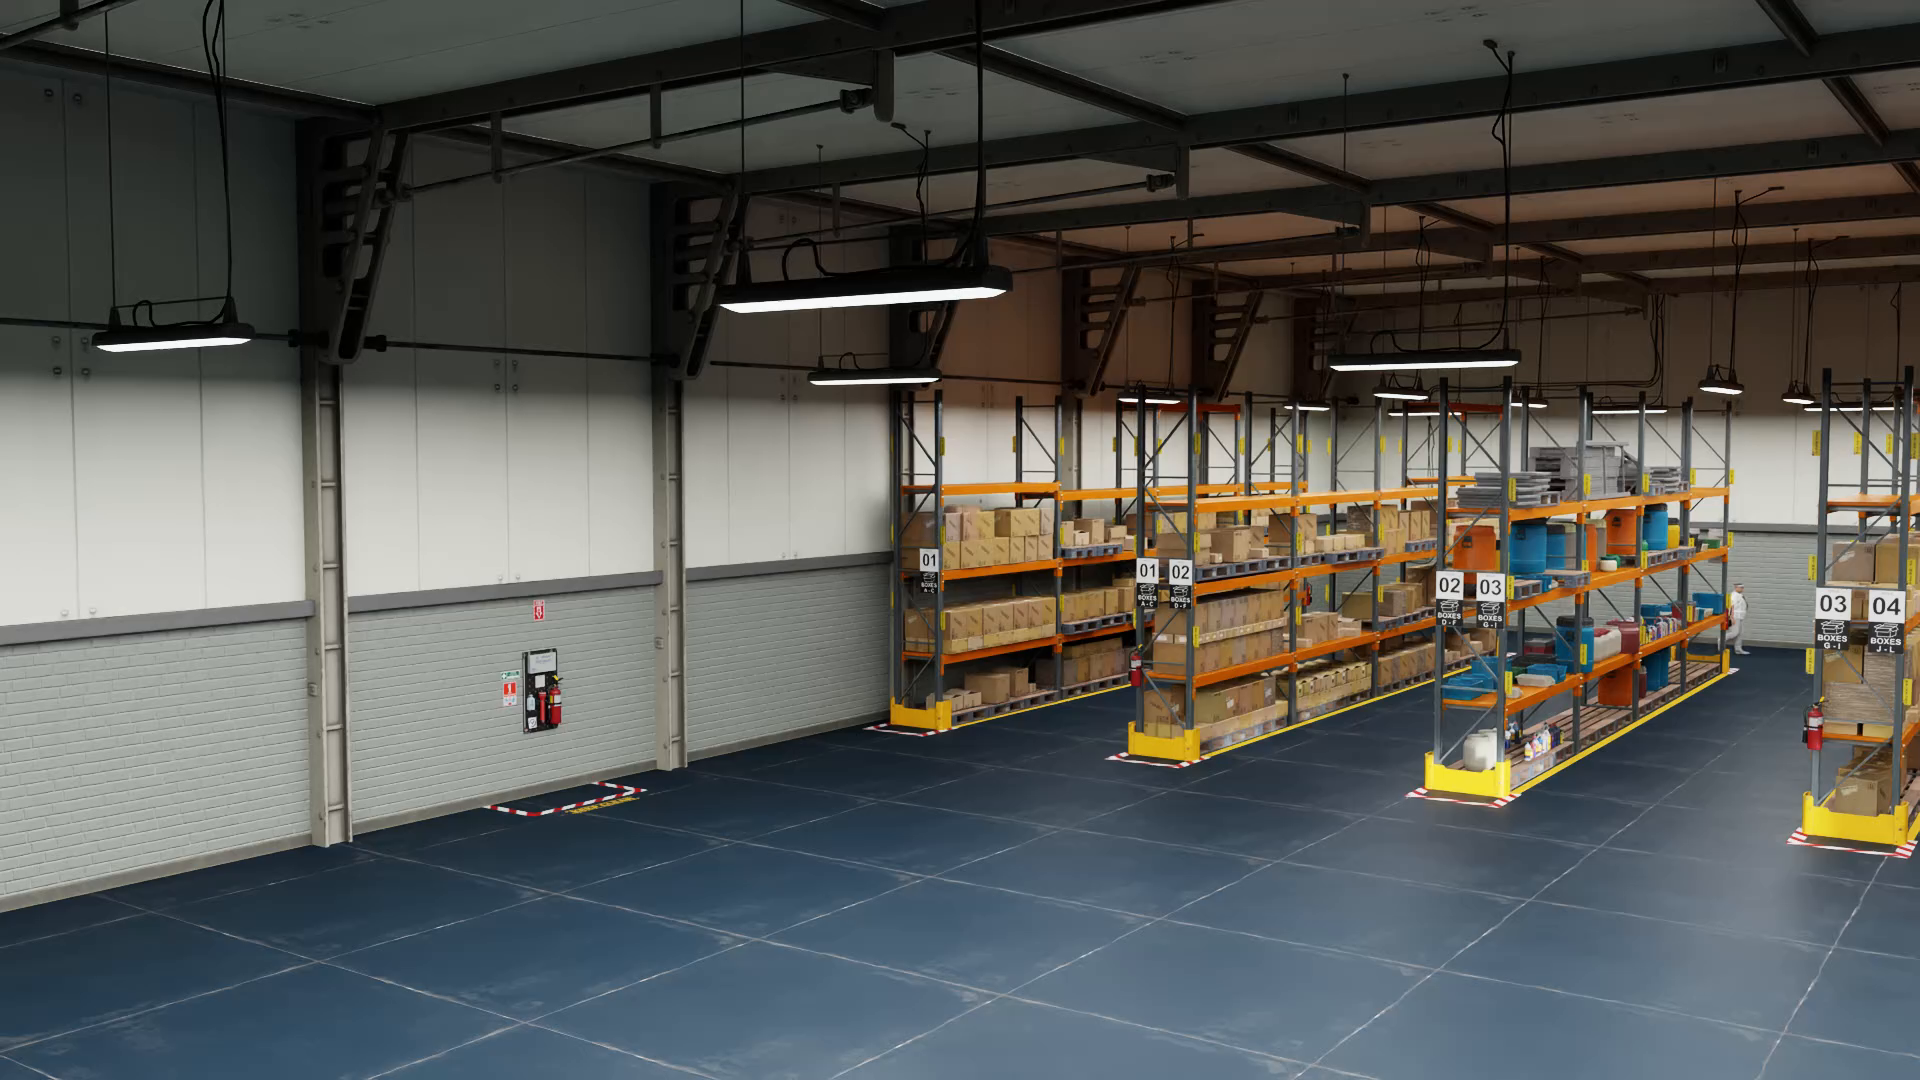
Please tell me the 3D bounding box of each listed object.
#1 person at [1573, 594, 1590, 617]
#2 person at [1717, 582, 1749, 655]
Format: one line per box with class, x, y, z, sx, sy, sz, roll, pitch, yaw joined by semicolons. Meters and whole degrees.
person;15.054;1.831;40.424;0.613;1.782;0.687;-2;4;-35
person;18.603;1.870;39.964;0.586;1.740;0.657;-3;4;-41
